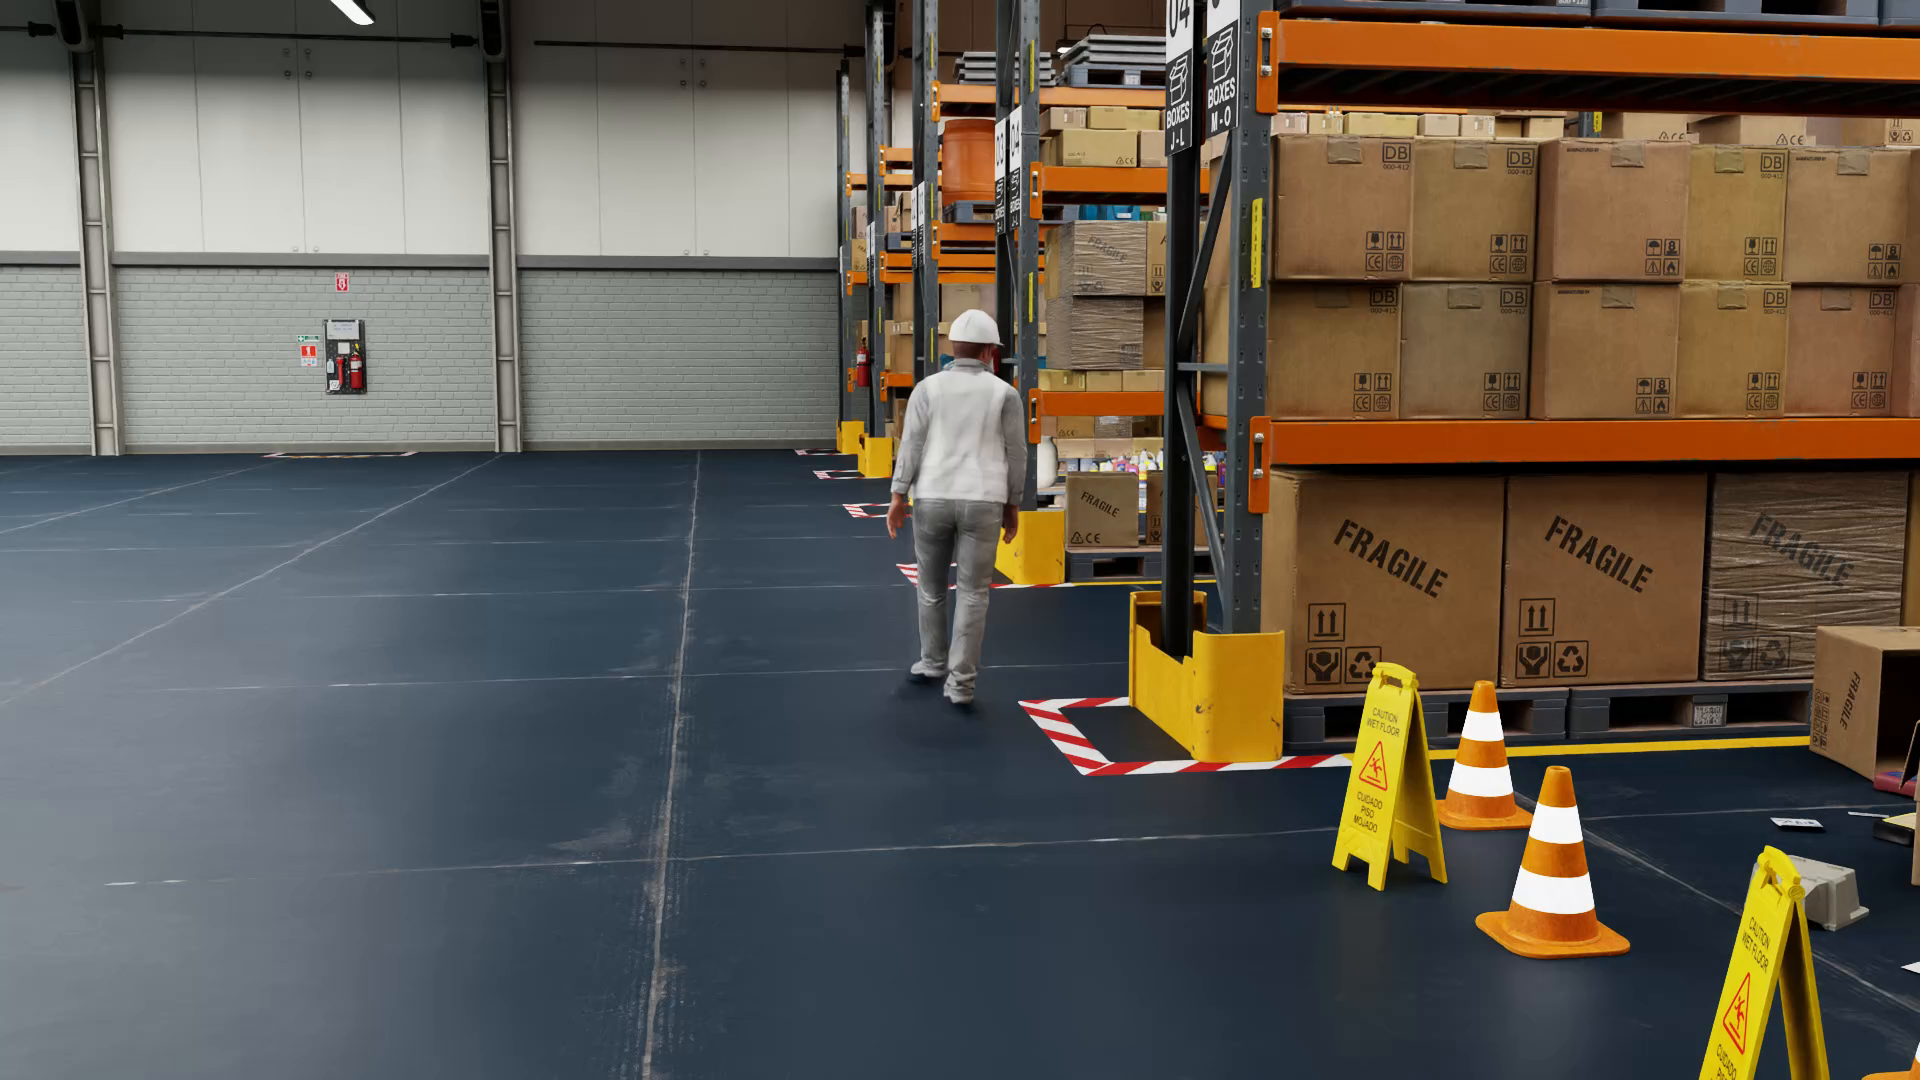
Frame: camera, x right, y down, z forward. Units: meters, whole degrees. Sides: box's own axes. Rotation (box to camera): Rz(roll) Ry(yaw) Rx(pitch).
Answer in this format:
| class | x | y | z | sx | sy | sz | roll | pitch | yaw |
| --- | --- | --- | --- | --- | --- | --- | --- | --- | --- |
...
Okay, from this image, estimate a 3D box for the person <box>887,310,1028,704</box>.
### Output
| class | x | y | z | sx | sy | sz | roll | pitch | yaw |
| --- | --- | --- | --- | --- | --- | --- | --- | --- | --- |
| person | 0.004 | -0.171 | 7.579 | 0.613 | 1.739 | 0.860 | 1 | 6 | 6 |
